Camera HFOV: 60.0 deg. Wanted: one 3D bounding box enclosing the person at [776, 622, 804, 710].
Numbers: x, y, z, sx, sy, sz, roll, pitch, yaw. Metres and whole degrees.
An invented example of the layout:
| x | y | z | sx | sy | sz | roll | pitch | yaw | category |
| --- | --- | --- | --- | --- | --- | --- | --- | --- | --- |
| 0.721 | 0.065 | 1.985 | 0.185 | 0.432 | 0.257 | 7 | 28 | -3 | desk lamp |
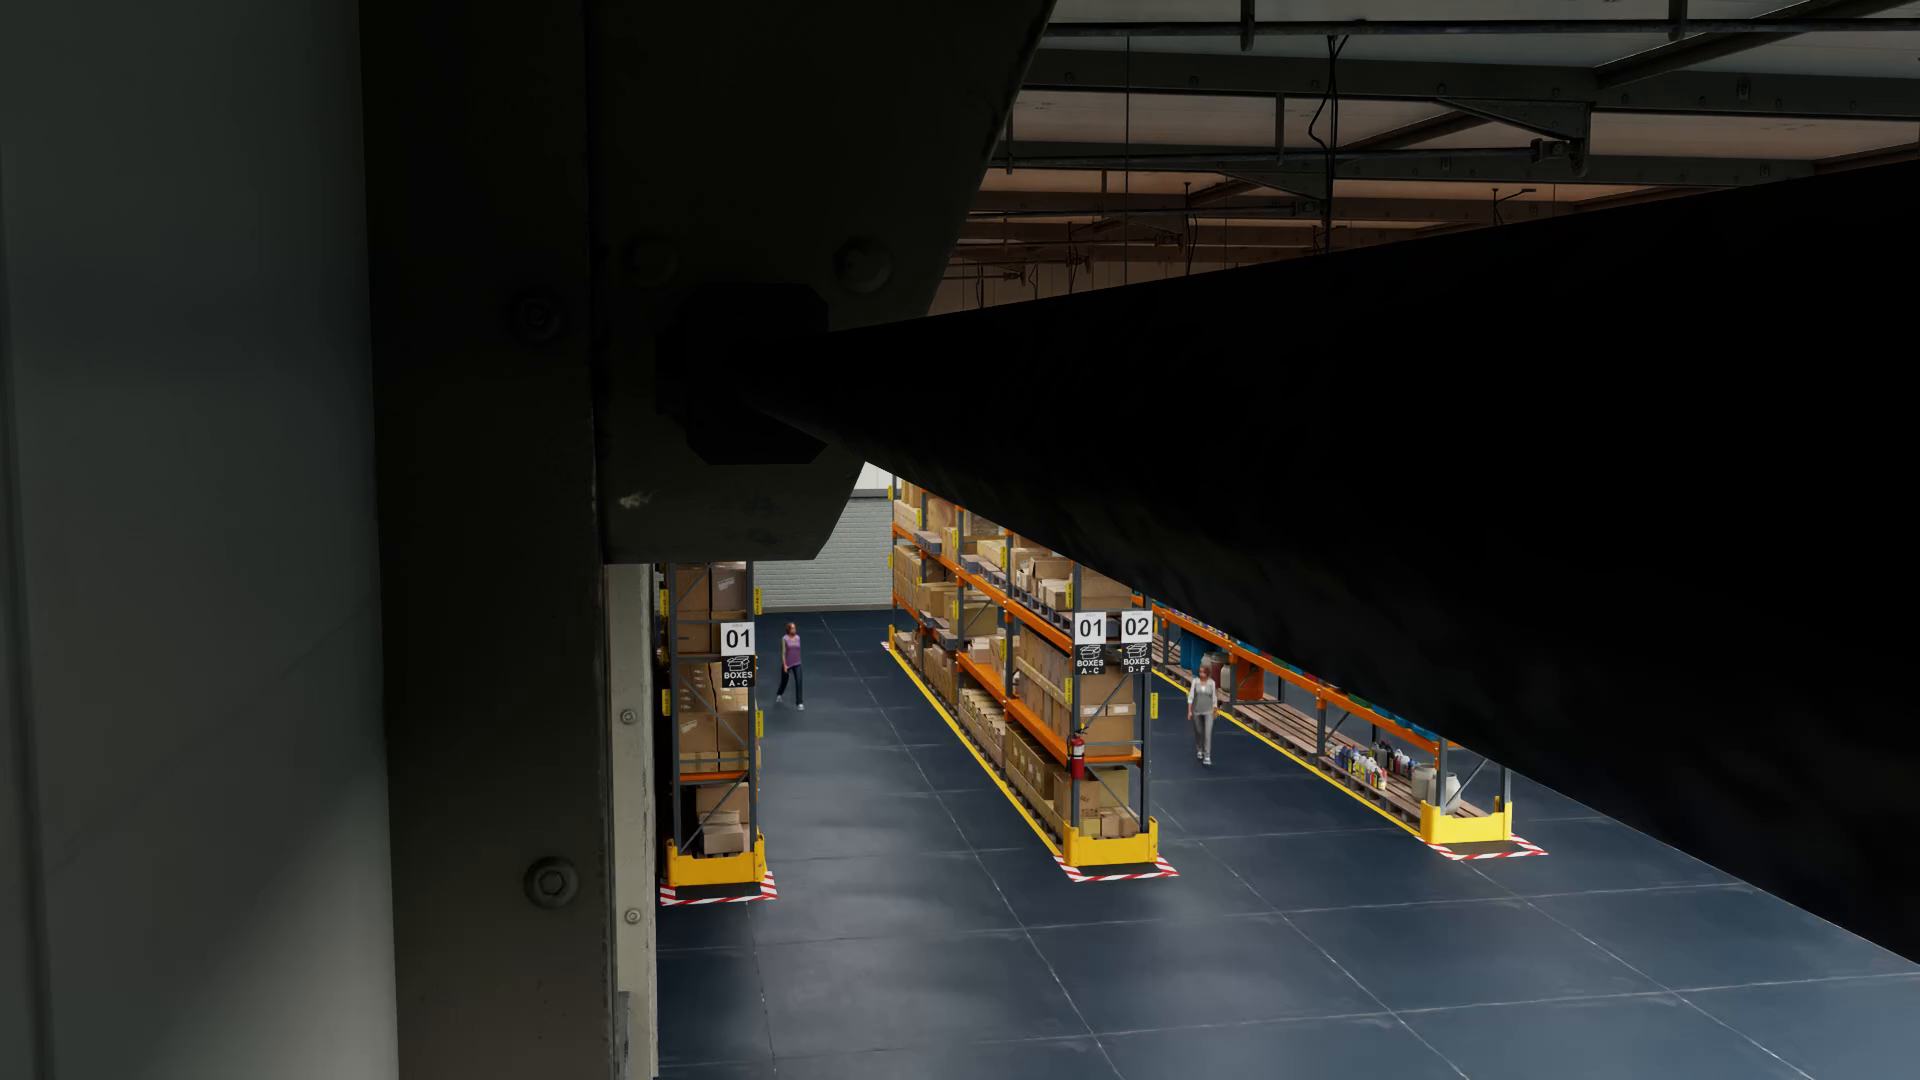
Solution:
| x | y | z | sx | sy | sz | roll | pitch | yaw | category |
| --- | --- | --- | --- | --- | --- | --- | --- | --- | --- |
| -3.080 | 2.268 | 30.256 | 0.400 | 1.553 | 0.892 | -3 | 7 | -22 | person |

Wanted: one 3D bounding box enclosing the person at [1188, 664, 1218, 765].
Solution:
| x | y | z | sx | sy | sz | roll | pitch | yaw | category |
| --- | --- | --- | --- | --- | --- | --- | --- | --- | --- |
| 3.792 | 2.728 | 26.089 | 0.448 | 1.548 | 0.952 | 2 | 6 | 15 | person |
